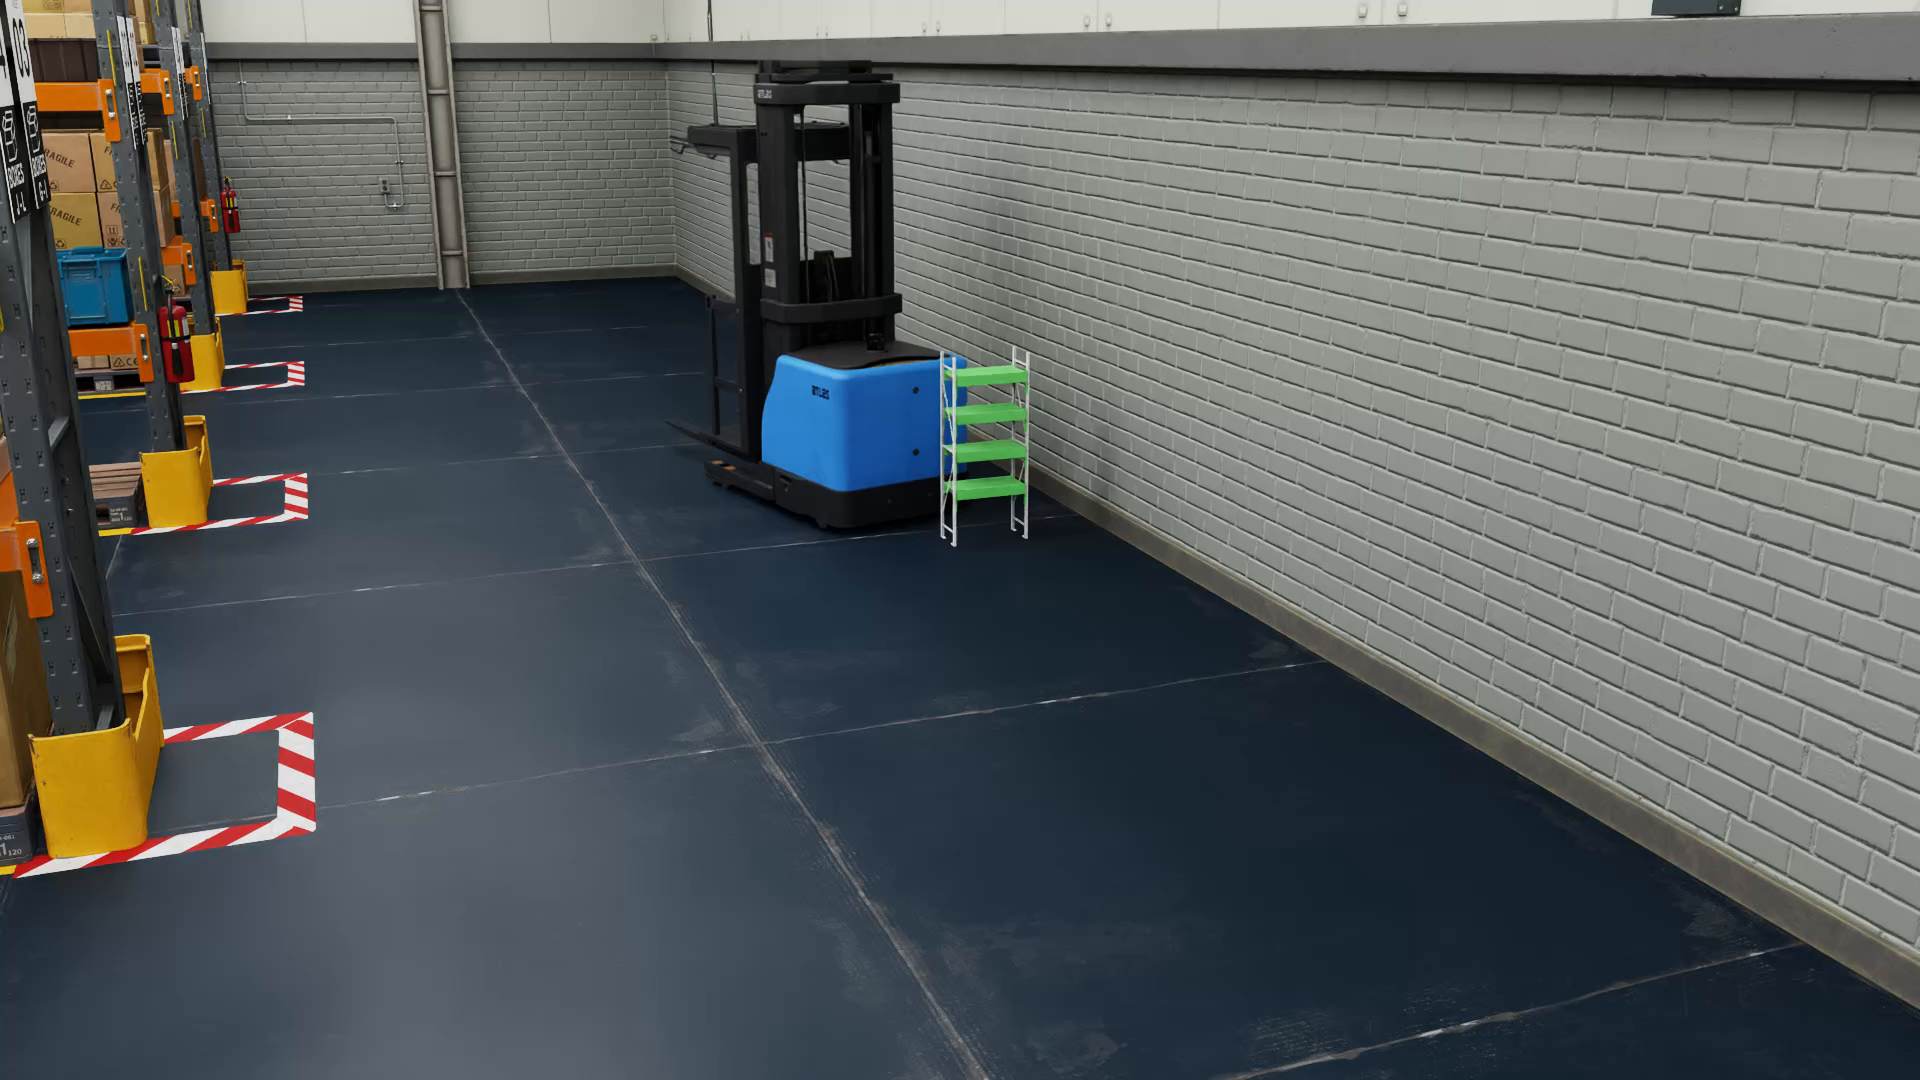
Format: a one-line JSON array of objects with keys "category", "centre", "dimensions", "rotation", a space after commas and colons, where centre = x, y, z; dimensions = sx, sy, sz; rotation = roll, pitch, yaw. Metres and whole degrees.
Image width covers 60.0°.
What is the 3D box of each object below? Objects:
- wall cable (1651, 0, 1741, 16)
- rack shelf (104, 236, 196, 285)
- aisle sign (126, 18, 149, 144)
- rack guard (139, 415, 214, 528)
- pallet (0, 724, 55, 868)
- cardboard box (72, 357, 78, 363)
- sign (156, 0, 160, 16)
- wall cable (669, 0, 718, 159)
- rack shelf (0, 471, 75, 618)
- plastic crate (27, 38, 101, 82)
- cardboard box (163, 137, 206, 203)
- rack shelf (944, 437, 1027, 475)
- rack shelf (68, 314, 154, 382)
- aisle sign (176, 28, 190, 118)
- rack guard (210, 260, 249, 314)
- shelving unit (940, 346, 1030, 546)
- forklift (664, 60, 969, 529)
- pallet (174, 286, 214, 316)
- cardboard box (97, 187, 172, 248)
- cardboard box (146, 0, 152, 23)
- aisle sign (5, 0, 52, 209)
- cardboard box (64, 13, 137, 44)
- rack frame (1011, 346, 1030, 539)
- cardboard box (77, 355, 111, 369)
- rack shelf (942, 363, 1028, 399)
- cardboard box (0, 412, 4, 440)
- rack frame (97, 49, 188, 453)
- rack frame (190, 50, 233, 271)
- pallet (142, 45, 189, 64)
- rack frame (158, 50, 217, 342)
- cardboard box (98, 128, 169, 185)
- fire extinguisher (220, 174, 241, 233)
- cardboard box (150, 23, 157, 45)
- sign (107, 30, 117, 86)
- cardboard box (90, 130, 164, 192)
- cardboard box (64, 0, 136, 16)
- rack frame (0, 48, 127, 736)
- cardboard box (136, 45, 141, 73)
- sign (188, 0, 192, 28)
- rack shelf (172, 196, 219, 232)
[{"category": "wall cable", "centre": [2.931, -4.457, 4.096], "dimensions": [0.120, 5.999, 2.277], "rotation": [-6, 17, -20]}, {"category": "rack shelf", "centre": [-8.991, -2.432, 14.833], "dimensions": [4.000, 0.370, 1.077], "rotation": [-6, 17, -20]}, {"category": "aisle sign", "centre": [-5.393, -3.008, 10.904], "dimensions": [0.004, 0.787, 0.394], "rotation": [-6, 17, -20]}, {"category": "rack guard", "centre": [-5.336, -0.482, 11.351], "dimensions": [0.348, 0.500, 1.175], "rotation": [-6, 17, -20]}, {"category": "pallet", "centre": [-4.301, 1.067, 6.590], "dimensions": [1.213, 0.211, 1.003], "rotation": [-6, 17, -20]}, {"category": "cardboard box", "centre": [-8.199, -1.840, 15.640], "dimensions": [0.500, 0.250, 0.500], "rotation": [-6, 17, -20]}, {"category": "sign", "centre": [-6.943, -4.695, 14.367], "dimensions": [0.005, 0.325, 0.100], "rotation": [-6, 17, -20]}, {"category": "wall cable", "centre": [-3.490, -6.147, 21.069], "dimensions": [0.112, 2.526, 3.097], "rotation": [-6, 17, -20]}, {"category": "rack shelf", "centre": [-5.449, 0.175, 5.956], "dimensions": [4.000, 0.370, 1.077], "rotation": [-6, 17, -20]}, {"category": "plastic crate", "centre": [-5.813, -3.086, 10.692], "dimensions": [0.590, 0.269, 0.497], "rotation": [-6, 17, -20]}, {"category": "cardboard box", "centre": [-9.372, -4.372, 19.629], "dimensions": [0.700, 0.700, 0.980], "rotation": [-5, 17, -18]}, {"category": "rack shelf", "centre": [0.155, -0.531, 10.504], "dimensions": [0.480, 0.148, 0.258], "rotation": [-6, 17, -20]}, {"category": "rack shelf", "centre": [-7.222, -1.128, 10.394], "dimensions": [4.000, 0.370, 1.077], "rotation": [-6, 17, -20]}, {"category": "aisle sign", "centre": [-7.165, -4.310, 15.339], "dimensions": [0.004, 0.787, 0.394], "rotation": [-6, 17, -20]}, {"category": "rack guard", "centre": [-8.877, -3.085, 20.216], "dimensions": [0.348, 0.500, 1.175], "rotation": [-6, 17, -20]}, {"category": "shelving unit", "centre": [0.155, -0.592, 10.486], "dimensions": [0.503, 1.200, 0.258], "rotation": [-6, 17, -20]}, {"category": "forklift", "centre": [-1.185, -1.836, 11.648], "dimensions": [1.130, 2.935, 3.031], "rotation": [-11, 20, -33]}, {"category": "pallet", "centre": [-9.618, -2.843, 19.904], "dimensions": [1.213, 0.211, 1.003], "rotation": [-6, 17, -20]}, {"category": "cardboard box", "centre": [-7.444, -2.910, 15.007], "dimensions": [0.500, 0.500, 0.500], "rotation": [-6, 17, -18]}, {"category": "cardboard box", "centre": [-9.667, -6.248, 19.241], "dimensions": [0.500, 0.500, 0.500], "rotation": [-7, 18, -22]}, {"category": "aisle sign", "centre": [-3.622, -1.706, 6.469], "dimensions": [0.004, 0.787, 0.394], "rotation": [-6, 17, -20]}, {"category": "cardboard box", "centre": [-7.512, -4.467, 14.542], "dimensions": [0.500, 0.250, 0.500], "rotation": [-6, 17, -20]}, {"category": "rack frame", "centre": [0.382, -0.617, 10.570], "dimensions": [0.015, 1.200, 0.240], "rotation": [-6, 17, -20]}, {"category": "cardboard box", "centre": [-7.953, -1.694, 15.290], "dimensions": [0.250, 0.166, 0.380], "rotation": [-6, 17, -20]}, {"category": "rack shelf", "centre": [0.155, -0.992, 10.369], "dimensions": [0.480, 0.148, 0.258], "rotation": [-6, 17, -20]}, {"category": "cardboard box", "centre": [-4.127, -0.465, 6.598], "dimensions": [0.500, 0.250, 0.500], "rotation": [-7, 18, -22]}, {"category": "rack frame", "centre": [-5.354, -1.675, 10.979], "dimensions": [0.127, 3.000, 1.000], "rotation": [-6, 17, -20]}, {"category": "rack frame", "centre": [-8.899, -4.282, 19.855], "dimensions": [0.127, 3.000, 1.000], "rotation": [-6, 17, -20]}, {"category": "pallet", "centre": [-9.588, -5.601, 19.181], "dimensions": [1.213, 0.211, 1.003], "rotation": [-6, 17, -20]}, {"category": "rack frame", "centre": [-7.123, -2.979, 15.418], "dimensions": [0.127, 3.000, 1.000], "rotation": [-6, 17, -20]}, {"category": "cardboard box", "centre": [-7.632, -3.531, 15.347], "dimensions": [0.500, 0.500, 0.500], "rotation": [-6, 17, -18]}, {"category": "fire extinguisher", "centre": [-8.593, -3.960, 19.557], "dimensions": [0.183, 0.674, 0.296], "rotation": [-6, 17, -20]}, {"category": "cardboard box", "centre": [-9.669, -5.889, 19.350], "dimensions": [0.500, 0.250, 0.500], "rotation": [-5, 17, -17]}, {"category": "sign", "centre": [-5.142, -2.921, 10.084], "dimensions": [0.005, 0.325, 0.100], "rotation": [-6, 17, -20]}, {"category": "cardboard box", "centre": [-7.440, -3.389, 14.864], "dimensions": [0.500, 0.500, 0.500], "rotation": [-6, 18, -21]}, {"category": "cardboard box", "centre": [-7.597, -4.890, 14.650], "dimensions": [0.500, 0.500, 0.700], "rotation": [-6, 17, -20]}, {"category": "rack frame", "centre": [-3.582, -0.372, 6.542], "dimensions": [0.127, 3.000, 1.000], "rotation": [-6, 17, -20]}, {"category": "cardboard box", "centre": [-7.509, -4.225, 14.604], "dimensions": [0.500, 0.250, 0.500], "rotation": [-6, 17, -20]}, {"category": "sign", "centre": [-8.718, -5.964, 18.828], "dimensions": [0.005, 0.325, 0.100], "rotation": [-6, 17, -20]}, {"category": "rack shelf", "centre": [-10.767, -3.735, 19.270], "dimensions": [4.000, 0.370, 1.077], "rotation": [-6, 17, -20]}]
